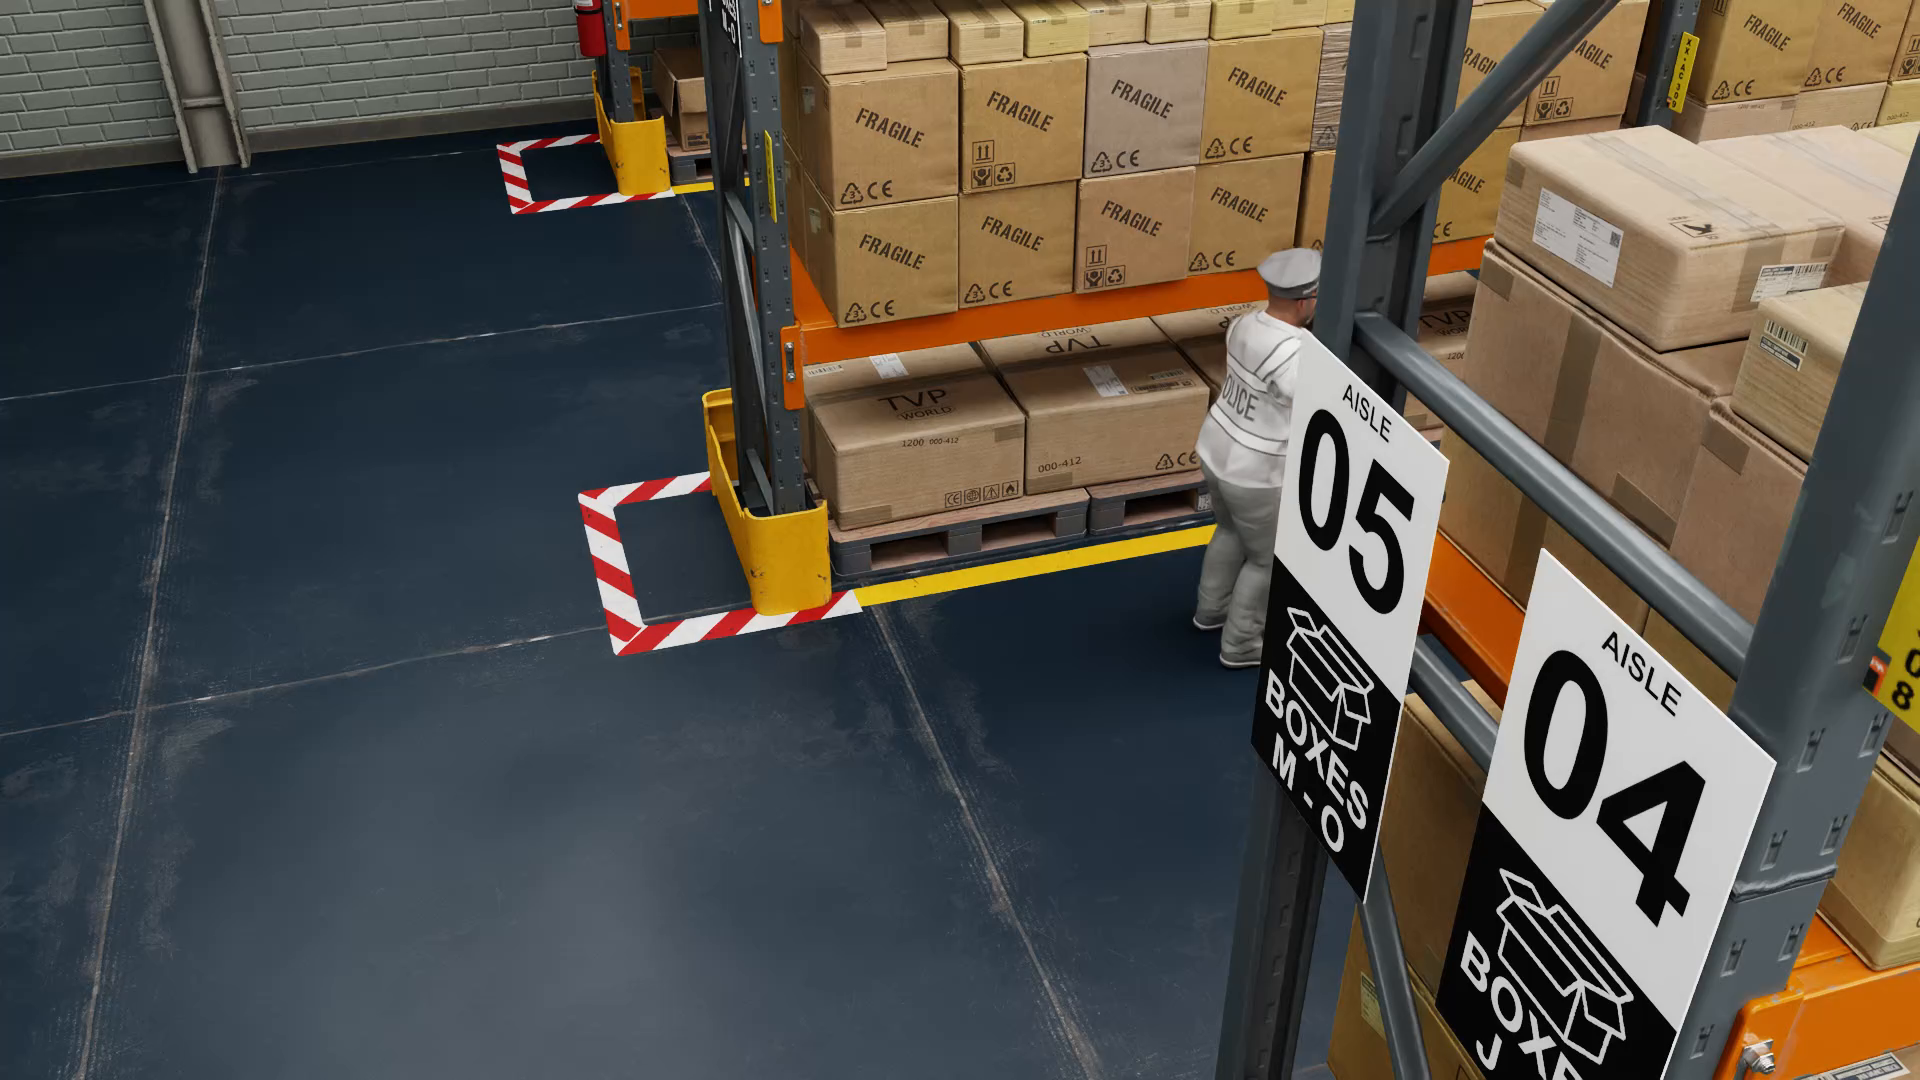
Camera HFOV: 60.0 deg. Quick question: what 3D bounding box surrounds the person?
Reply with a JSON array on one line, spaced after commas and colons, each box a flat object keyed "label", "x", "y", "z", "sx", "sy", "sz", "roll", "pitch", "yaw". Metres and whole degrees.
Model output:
[{"label": "person", "x": 1.237, "y": -0.318, "z": 6.618, "sx": 0.589, "sy": 1.753, "sz": 0.486, "roll": -11, "pitch": 35, "yaw": -16}]
